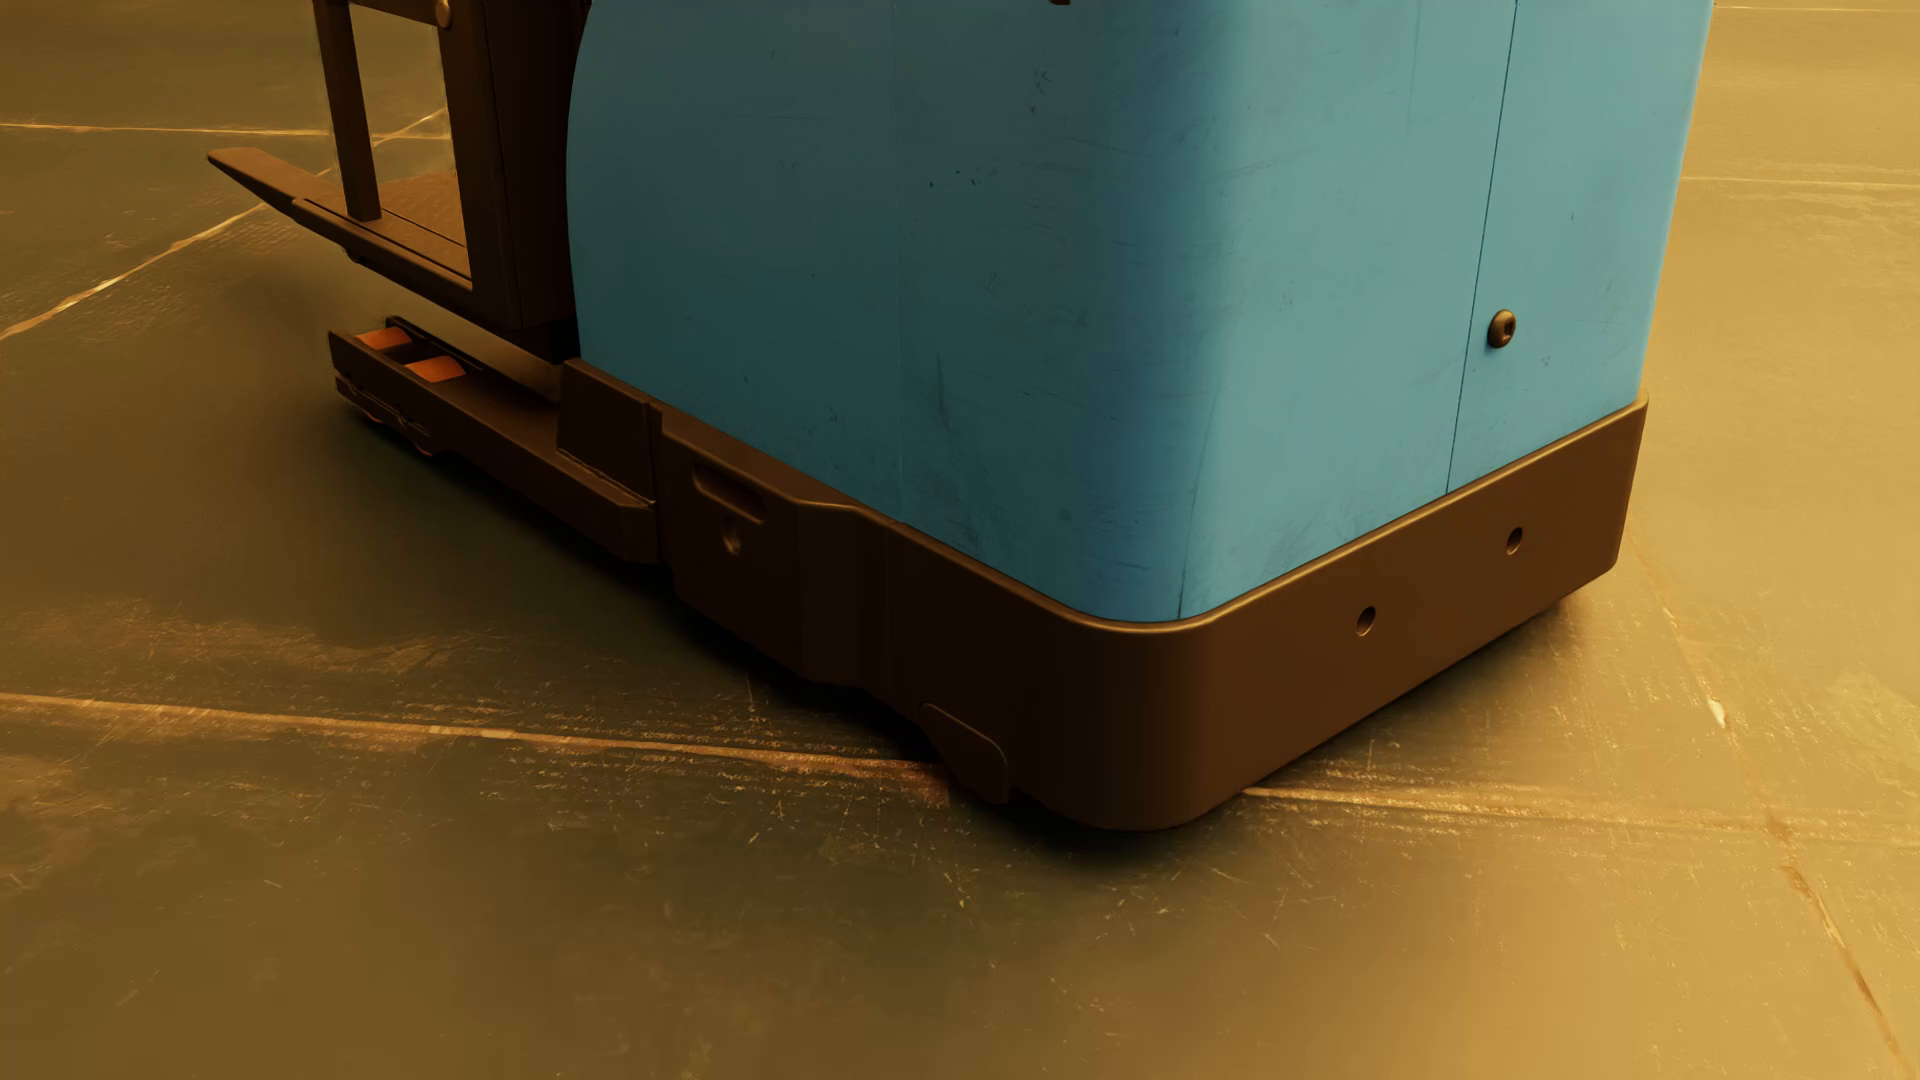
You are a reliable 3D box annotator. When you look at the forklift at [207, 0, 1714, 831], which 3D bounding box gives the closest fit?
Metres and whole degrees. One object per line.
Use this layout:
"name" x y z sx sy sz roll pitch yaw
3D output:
"forklift" -0.444 -1.584 2.392 1.130 2.935 3.031 -22 34 -37
